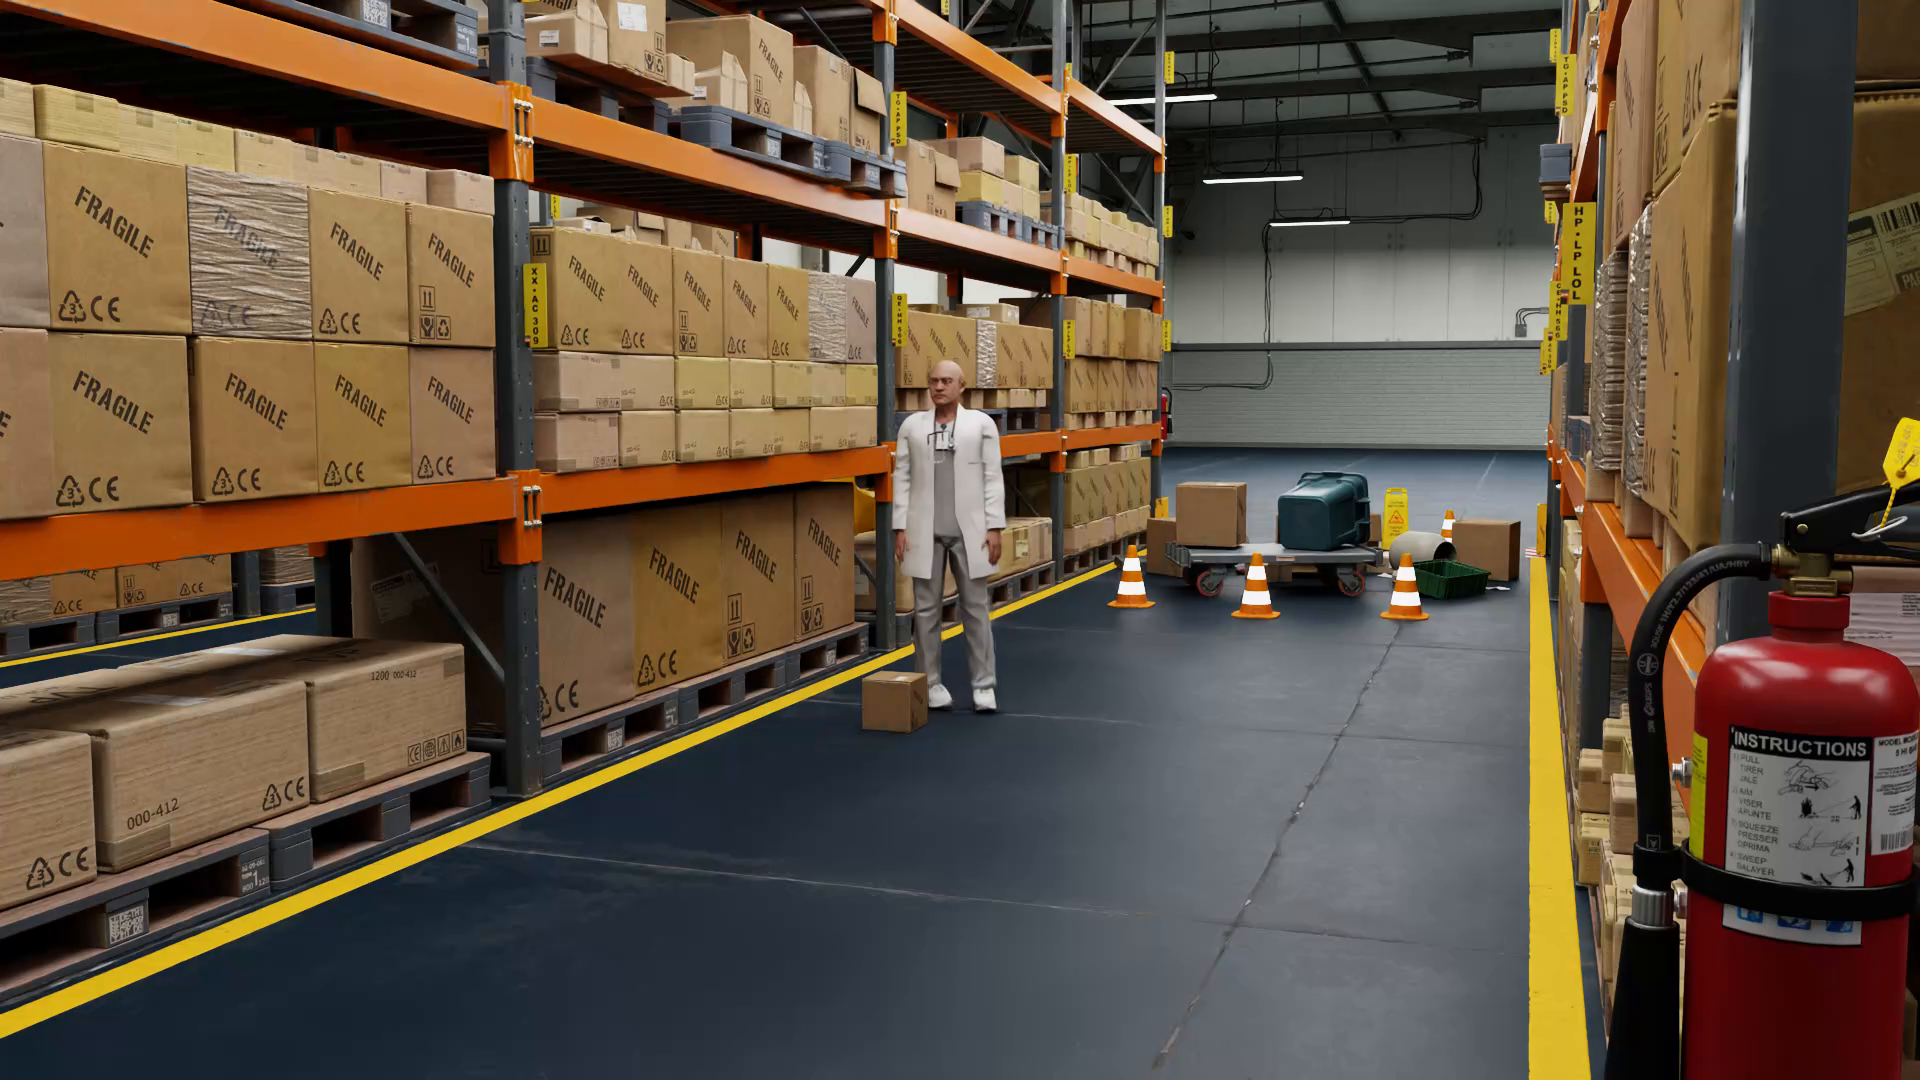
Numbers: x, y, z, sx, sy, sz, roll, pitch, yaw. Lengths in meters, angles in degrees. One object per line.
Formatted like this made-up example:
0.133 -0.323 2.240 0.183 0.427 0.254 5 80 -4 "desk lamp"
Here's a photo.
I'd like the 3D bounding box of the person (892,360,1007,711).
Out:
-0.062 -0.029 8.557 0.603 1.787 0.390 1 5 6 "person"
